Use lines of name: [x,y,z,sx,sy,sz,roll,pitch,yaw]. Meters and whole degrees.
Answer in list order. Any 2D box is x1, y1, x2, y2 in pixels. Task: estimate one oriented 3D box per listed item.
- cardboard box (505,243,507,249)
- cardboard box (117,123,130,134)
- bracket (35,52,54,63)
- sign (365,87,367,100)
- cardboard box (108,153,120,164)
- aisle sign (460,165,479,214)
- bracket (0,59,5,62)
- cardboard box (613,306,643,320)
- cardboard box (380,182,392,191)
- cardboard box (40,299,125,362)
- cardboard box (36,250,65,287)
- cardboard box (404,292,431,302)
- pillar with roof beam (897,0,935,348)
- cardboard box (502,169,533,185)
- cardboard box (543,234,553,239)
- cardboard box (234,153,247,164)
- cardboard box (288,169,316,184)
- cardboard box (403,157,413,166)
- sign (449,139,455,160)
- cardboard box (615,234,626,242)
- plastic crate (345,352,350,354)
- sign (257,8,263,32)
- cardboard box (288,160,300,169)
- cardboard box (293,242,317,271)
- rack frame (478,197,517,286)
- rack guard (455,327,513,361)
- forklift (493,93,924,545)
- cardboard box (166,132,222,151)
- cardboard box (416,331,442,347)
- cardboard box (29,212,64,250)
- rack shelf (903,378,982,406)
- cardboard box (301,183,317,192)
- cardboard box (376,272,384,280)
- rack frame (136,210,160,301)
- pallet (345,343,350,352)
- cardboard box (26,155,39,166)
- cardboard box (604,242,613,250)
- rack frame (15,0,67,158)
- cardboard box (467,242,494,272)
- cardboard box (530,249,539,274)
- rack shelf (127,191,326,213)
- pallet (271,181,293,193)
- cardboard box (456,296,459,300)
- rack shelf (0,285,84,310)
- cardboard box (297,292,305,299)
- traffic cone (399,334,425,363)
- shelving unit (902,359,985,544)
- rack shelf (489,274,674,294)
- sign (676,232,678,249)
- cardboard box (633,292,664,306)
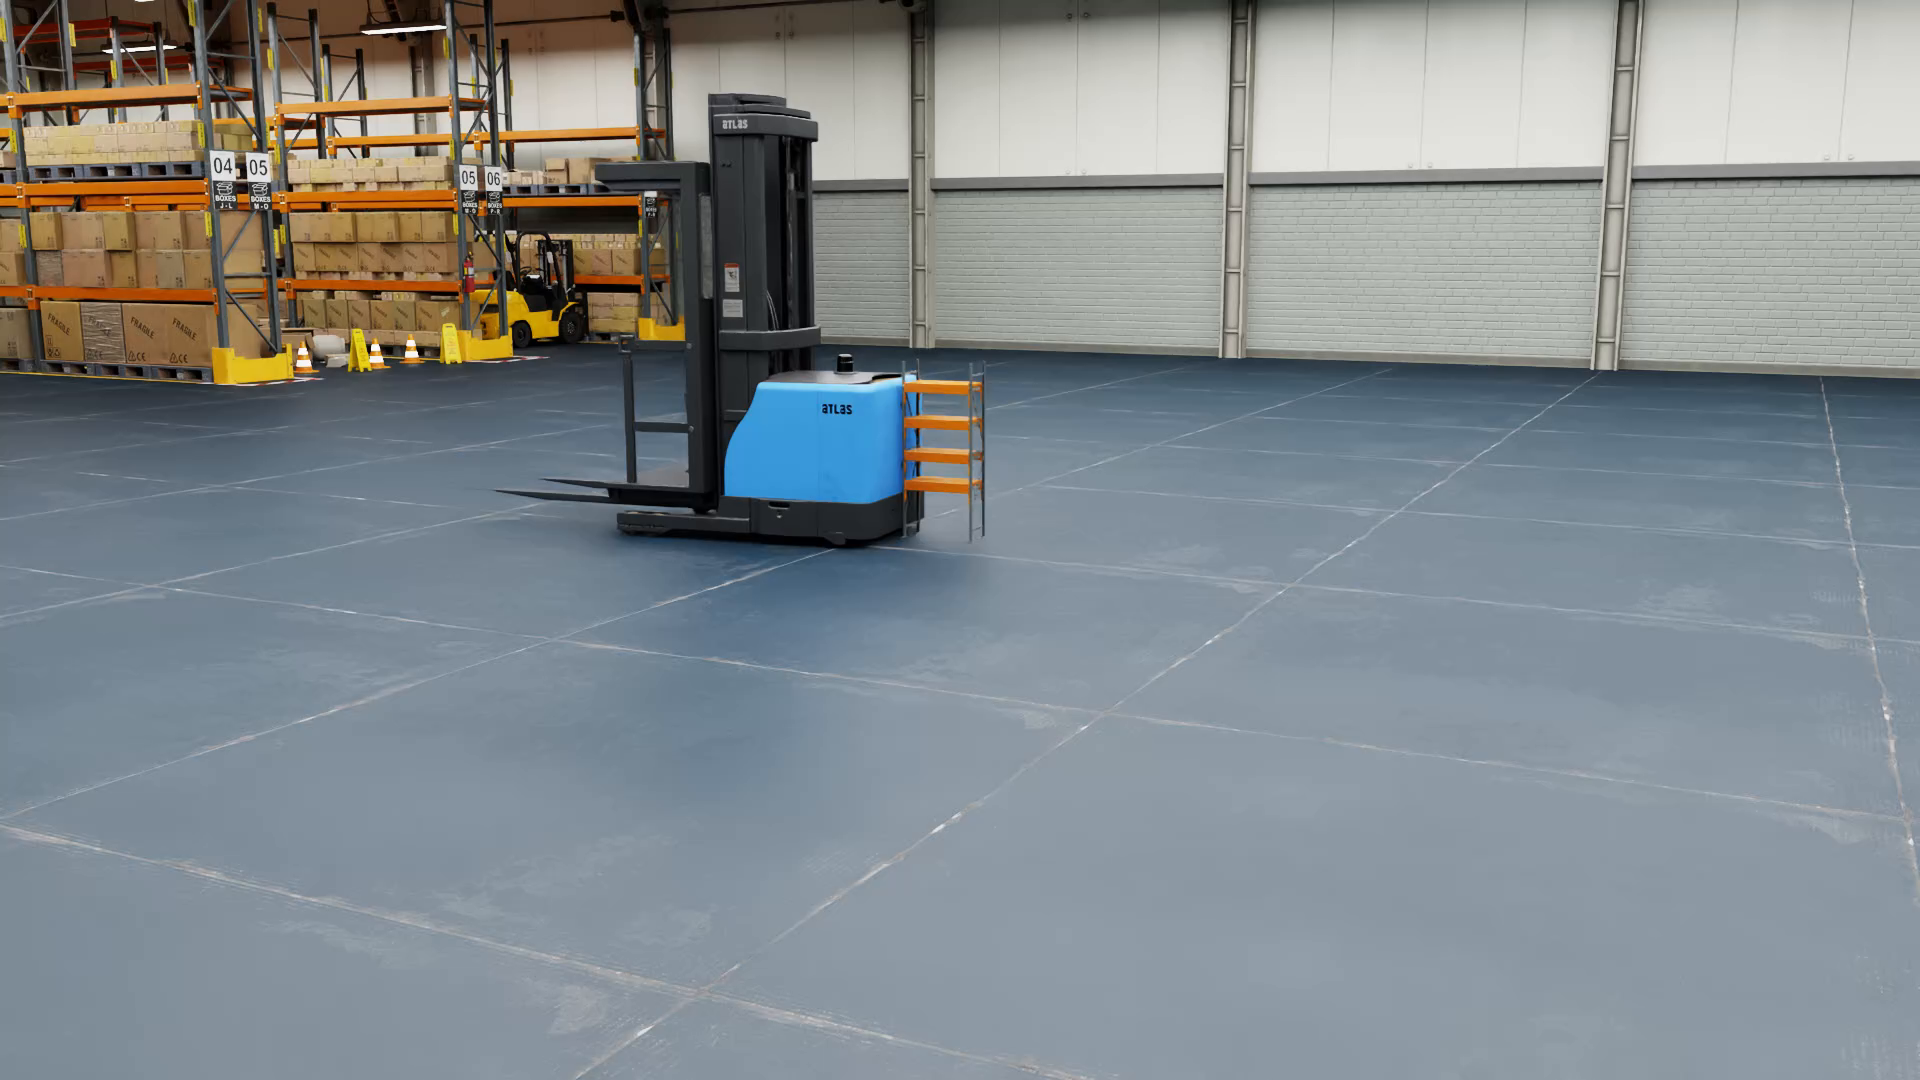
cardboard box: [-9.043,-5.955,33.609,0.250,0.149,0.380,5,12,27]
cardboard box: [-11.743,-5.840,23.661,0.250,0.149,0.380,5,11,25]
bracket: [-22.011,-11.610,40.003,0.430,0.232,0.235,5,11,26]
sign: [-12.790,-9.568,35.759,0.005,0.325,0.100,5,11,26]
cardboard box: [-11.966,-5.468,23.842,0.250,0.149,0.380,5,11,27]
aisle sign: [-8.124,-5.794,27.520,0.004,0.787,0.394,5,11,26]
bracket: [-25.261,-11.895,41.581,5.218,0.066,0.076,5,11,26]
cardboard box: [-6.433,-4.447,32.515,0.500,0.250,0.500,5,11,25]
cardboard box: [-9.631,-6.007,28.280,0.250,0.149,0.380,5,11,24]
cardboard box: [-13.205,-3.183,25.180,0.875,0.875,0.875,5,11,27]
cardboard box: [-13.402,-4.129,25.200,0.550,0.550,0.875,5,11,26]
cardboard box: [-9.244,-4.147,28.337,0.250,0.149,0.380,5,12,27]
pillar with roof beam: [-2.608,-7.349,26.569,0.548,9.000,9.100,5,11,26]
cardboard box: [-8.807,-7.257,33.275,0.500,0.311,0.500,5,12,27]
cardboard box: [-8.100,-6.027,33.173,0.250,0.149,0.380,5,11,26]
cardboard box: [-10.316,-5.454,23.764,0.250,0.149,0.380,5,11,26]
cardboard box: [-11.365,-6.351,29.063,0.500,0.250,0.500,5,11,25]
cardboard box: [-9.141,-6.362,28.002,0.250,0.149,0.380,5,11,26]
sign: [-8.315,-6.390,27.207,0.005,0.325,0.100,5,11,26]
cardboard box: [-6.508,-5.883,32.373,0.250,0.149,0.380,5,11,26]
plastic crate: [-10.593,-3.190,28.629,0.583,0.080,0.402,1,10,6]
sign: [-9.900,-7.345,23.478,0.005,0.325,0.100,5,11,26]
cardboard box: [-11.500,-6.549,29.035,0.250,0.149,0.380,5,11,25]
cardboard box: [-11.367,-4.997,29.303,0.500,0.500,0.500,5,11,26]
rack frame: [-9.445,-5.674,34.158,0.127,3.000,1.000,5,11,26]
rack guard: [-8.119,-3.342,28.290,0.348,0.500,1.175,5,11,26]
forklift: [-1.824,-1.546,11.541,3.031,2.935,1.130,4,11,20]
cardboard box: [-10.713,-5.566,23.262,0.500,0.250,0.500,5,11,27]
cardboard box: [-8.917,-3.442,28.367,0.500,0.250,0.500,5,11,26]
cardboard box: [-13.422,-4.653,25.063,0.550,0.550,0.875,5,11,26]
rack shelf: [-0.108,-0.989,11.120,0.480,0.148,0.258,4,11,23]
cardboard box: [-11.258,-6.140,29.014,0.250,0.149,0.380,5,11,26]
cardboard box: [-9.843,-4.561,28.714,0.250,0.149,0.380,5,11,26]
rack frame: [-15.224,-5.197,31.521,0.053,2.616,0.949,5,11,26]
pallet: [-11.020,-3.461,29.763,1.213,0.211,1.003,5,11,26]
cardboard box: [-13.562,-5.608,24.614,0.250,0.149,0.380,5,11,25]
cardboard box: [-6.741,-5.755,32.505,0.250,0.149,0.380,5,12,27]
rack frame: [-13.739,-7.034,24.827,0.053,2.616,0.949,5,11,26]
cardboard box: [-8.353,-4.843,28.450,0.500,0.500,0.500,5,11,25]
cardboard box: [-8.234,-5.568,33.294,0.500,0.500,0.500,5,11,25]
rack shelf: [-13.432,-6.161,30.444,4.000,0.370,1.077,5,11,26]
pallet: [-12.145,-6.330,29.888,1.003,0.211,1.213,5,11,26]
cardboard box: [-9.918,-4.751,34.549,0.625,0.625,0.875,6,12,28]
rack shelf: [-15.531,-3.886,26.299,4.000,0.370,1.077,5,11,26]
cardboard box: [-14.279,-5.356,36.419,0.250,0.149,0.380,5,12,27]
traffic cone: [-9.008,-3.145,27.309,0.334,0.463,0.336,5,11,26]
shelving unit: [-0.108,-0.603,11.190,0.503,1.200,0.258,4,11,23]
rack shelf: [-7.652,-5.162,33.351,4.000,0.370,1.077,5,11,26]
sign: [-5.607,-5.912,32.819,0.005,0.325,0.100,5,11,26]
cardboard box: [-6.206,-4.772,32.911,0.500,0.250,0.500,5,11,25]
